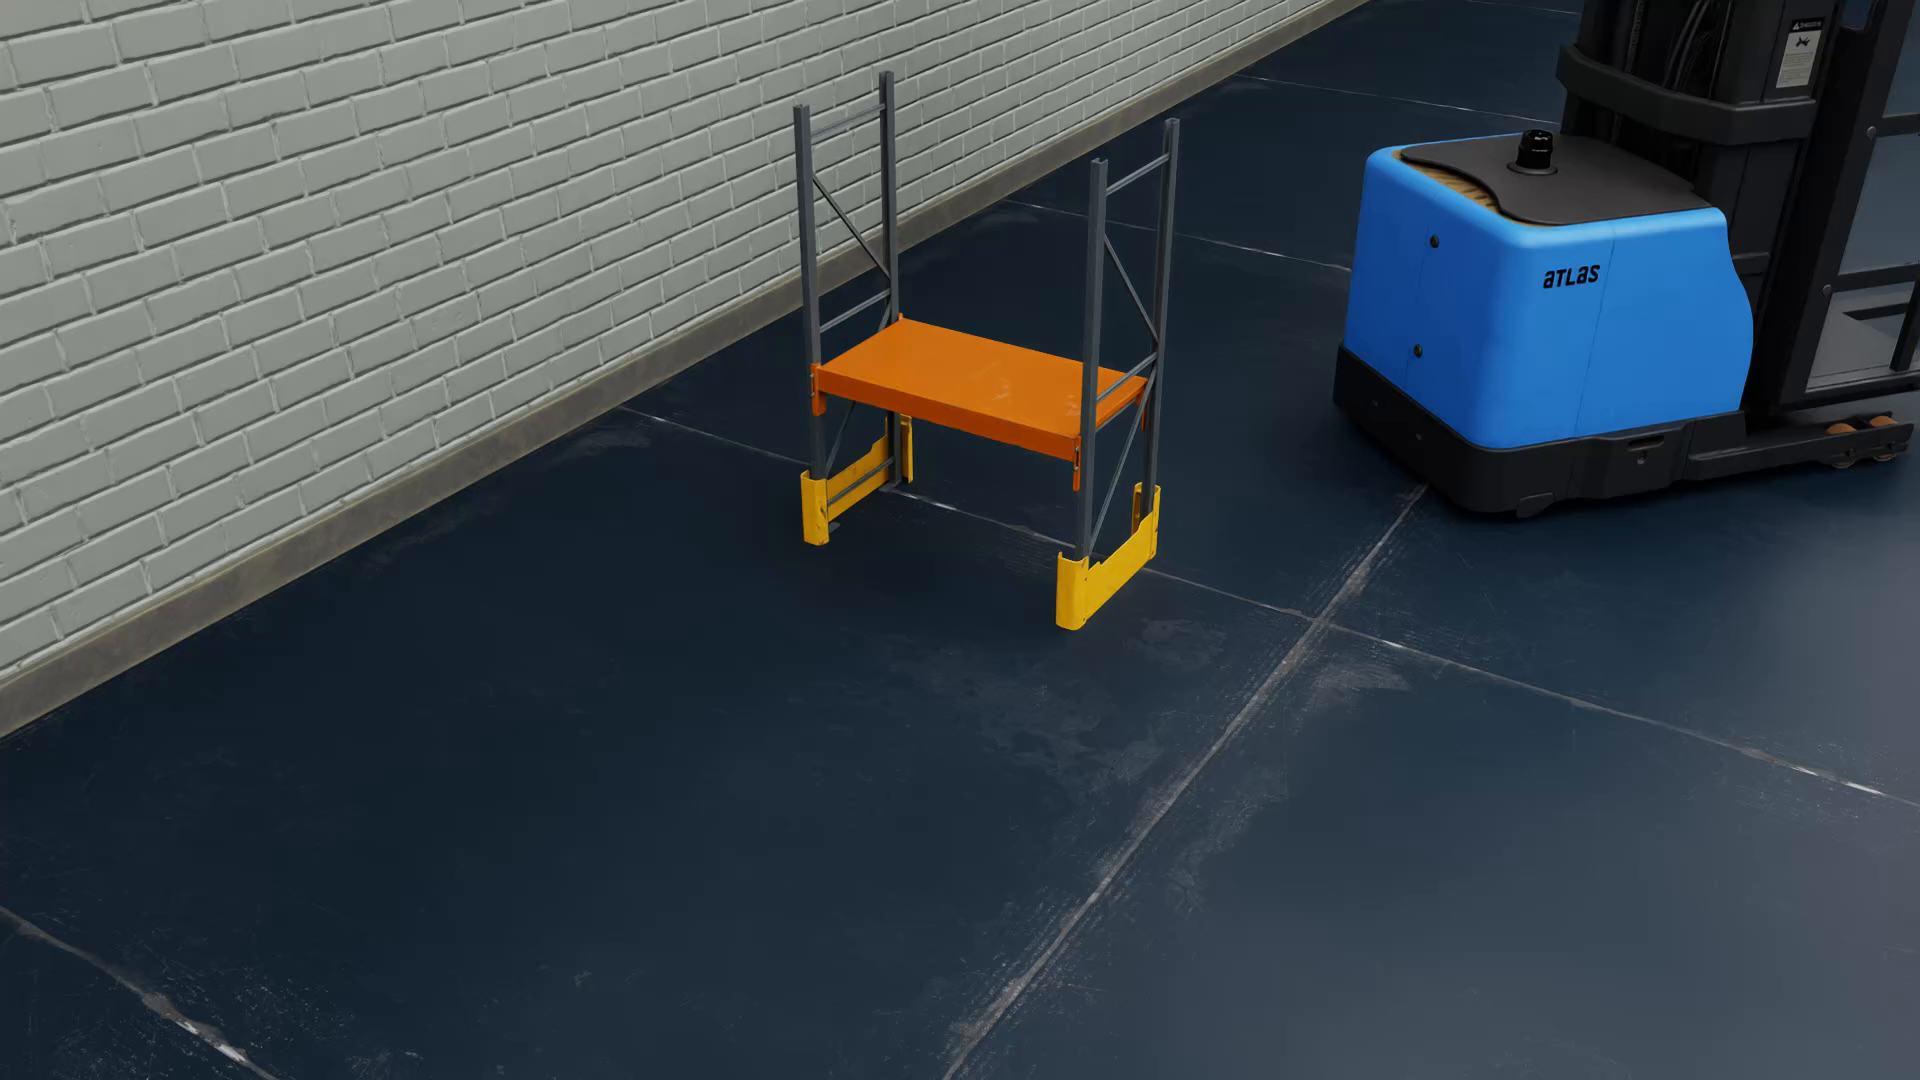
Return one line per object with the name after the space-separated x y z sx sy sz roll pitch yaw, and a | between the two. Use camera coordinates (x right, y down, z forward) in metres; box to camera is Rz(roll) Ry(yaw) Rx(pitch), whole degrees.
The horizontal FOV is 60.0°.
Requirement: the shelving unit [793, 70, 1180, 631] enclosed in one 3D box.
0.065 -0.627 5.337 1.083 1.500 0.587 18 35 27 | shelving unit

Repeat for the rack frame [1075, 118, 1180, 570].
0.503 -0.489 5.099 0.032 1.500 0.500 18 35 27 | rack frame

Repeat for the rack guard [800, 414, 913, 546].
-0.357 -0.221 5.881 0.087 0.250 0.587 18 35 27 | rack guard

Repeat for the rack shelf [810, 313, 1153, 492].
0.072 -0.470 5.424 1.000 0.185 0.538 18 35 27 | rack shelf

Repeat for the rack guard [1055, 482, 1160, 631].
0.486 0.046 5.423 0.087 0.250 0.587 18 35 27 | rack guard

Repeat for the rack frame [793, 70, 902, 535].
-0.358 -0.761 5.566 0.032 1.500 0.500 18 35 27 | rack frame

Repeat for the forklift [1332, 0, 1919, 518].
3.041 -1.774 5.882 3.031 2.935 1.130 -9 32 -16 | forklift
